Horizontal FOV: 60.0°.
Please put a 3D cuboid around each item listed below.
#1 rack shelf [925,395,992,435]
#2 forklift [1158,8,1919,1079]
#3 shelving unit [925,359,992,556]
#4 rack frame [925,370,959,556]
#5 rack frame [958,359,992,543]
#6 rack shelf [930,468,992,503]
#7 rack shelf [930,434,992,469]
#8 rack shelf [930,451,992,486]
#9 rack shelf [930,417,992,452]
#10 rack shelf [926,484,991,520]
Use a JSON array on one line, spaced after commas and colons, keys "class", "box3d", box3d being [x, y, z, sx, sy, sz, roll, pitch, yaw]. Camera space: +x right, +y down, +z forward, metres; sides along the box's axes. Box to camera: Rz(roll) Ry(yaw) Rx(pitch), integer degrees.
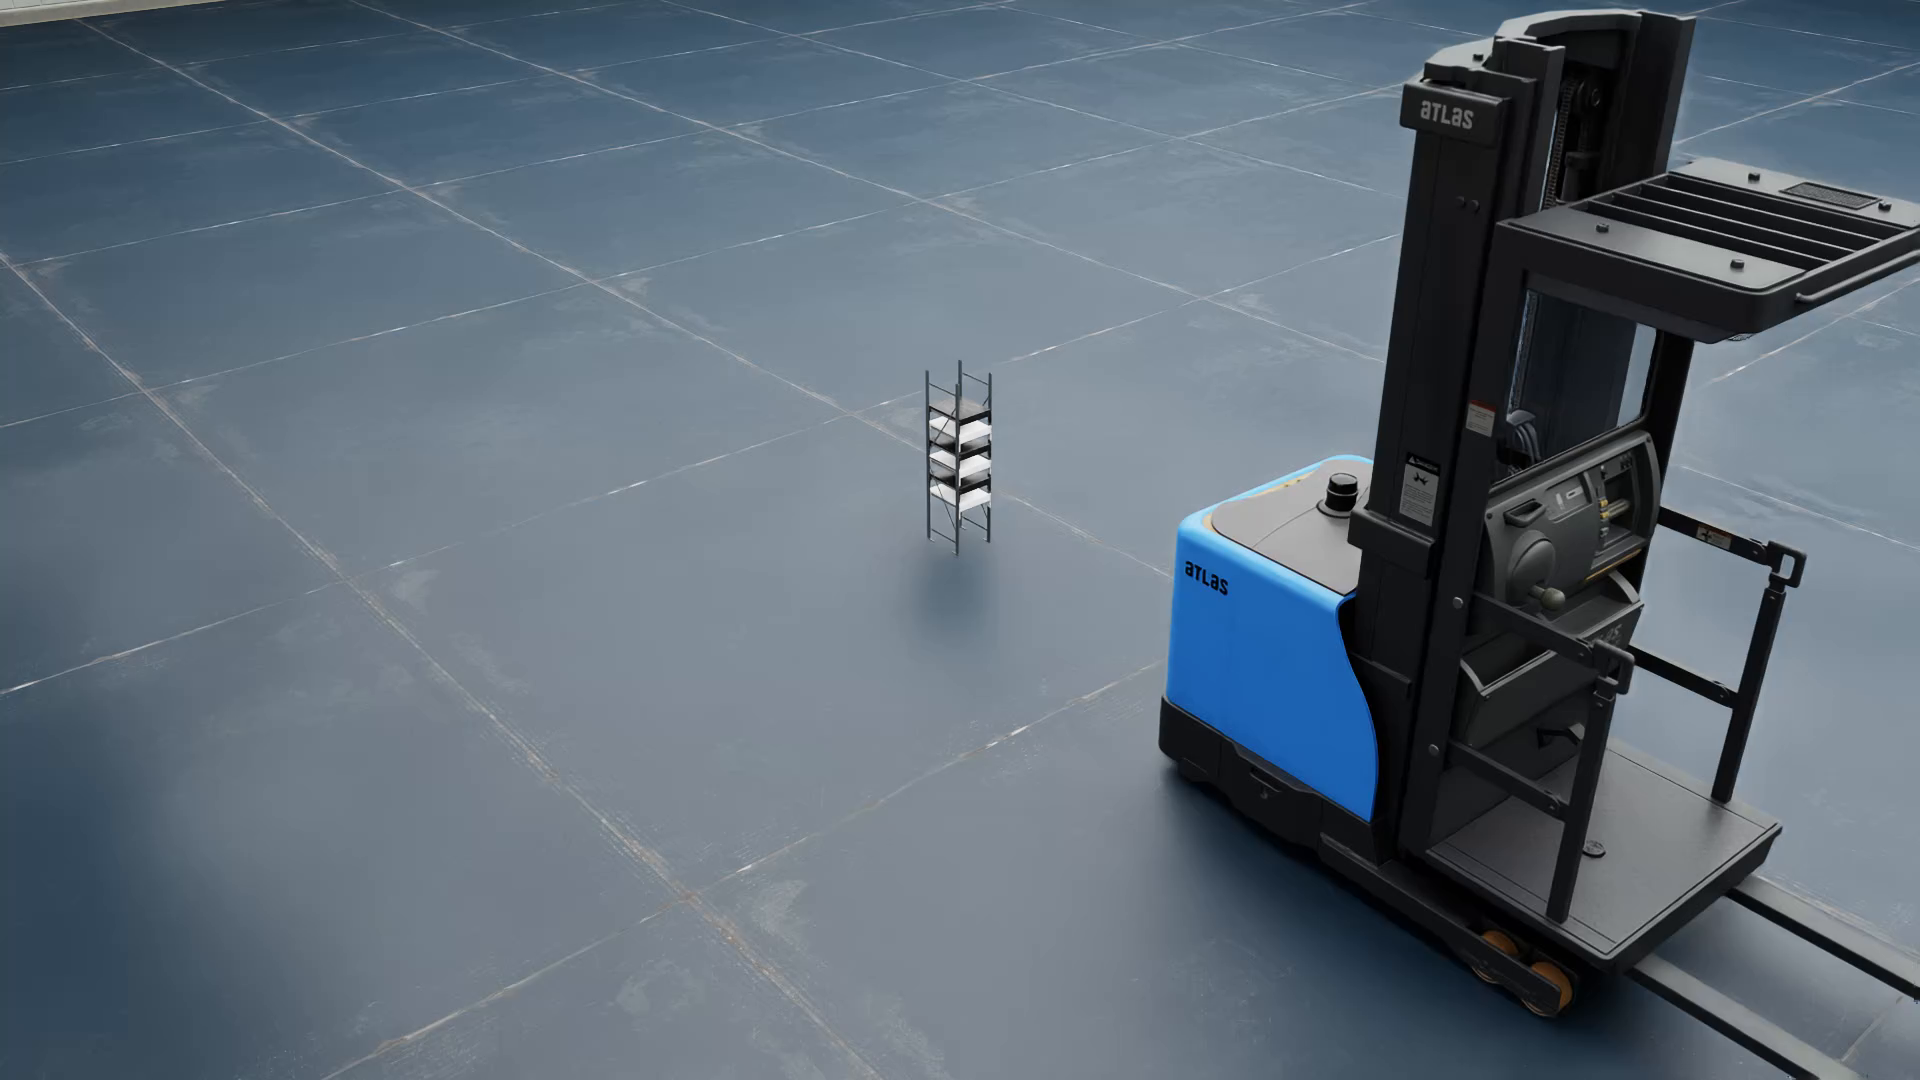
[{"class": "rack shelf", "box3d": [-0.006, -0.603, 7.922, 0.200, 0.077, 0.258, -22, 35, -35]}, {"class": "forklift", "box3d": [2.100, -0.024, 5.186, 1.130, 2.935, 3.031, -21, 34, -34]}, {"class": "shelving unit", "box3d": [-0.006, -0.394, 8.033, 0.210, 0.900, 0.258, -22, 35, -35]}, {"class": "rack frame", "box3d": [-0.084, -0.363, 7.975, 0.006, 0.900, 0.240, -22, 35, -35]}, {"class": "rack frame", "box3d": [0.071, -0.426, 8.091, 0.006, 0.900, 0.240, -22, 35, -35]}, {"class": "rack shelf", "box3d": [-0.006, -0.286, 8.091, 0.200, 0.077, 0.258, -22, 35, -35]}, {"class": "rack shelf", "box3d": [-0.006, -0.444, 8.007, 0.200, 0.077, 0.258, -22, 35, -35]}, {"class": "rack shelf", "box3d": [-0.006, -0.365, 8.049, 0.200, 0.077, 0.258, -22, 35, -35]}, {"class": "rack shelf", "box3d": [-0.006, -0.524, 7.964, 0.200, 0.077, 0.258, -22, 35, -35]}, {"class": "rack shelf", "box3d": [-0.006, -0.206, 8.134, 0.200, 0.077, 0.258, -22, 35, -35]}]
